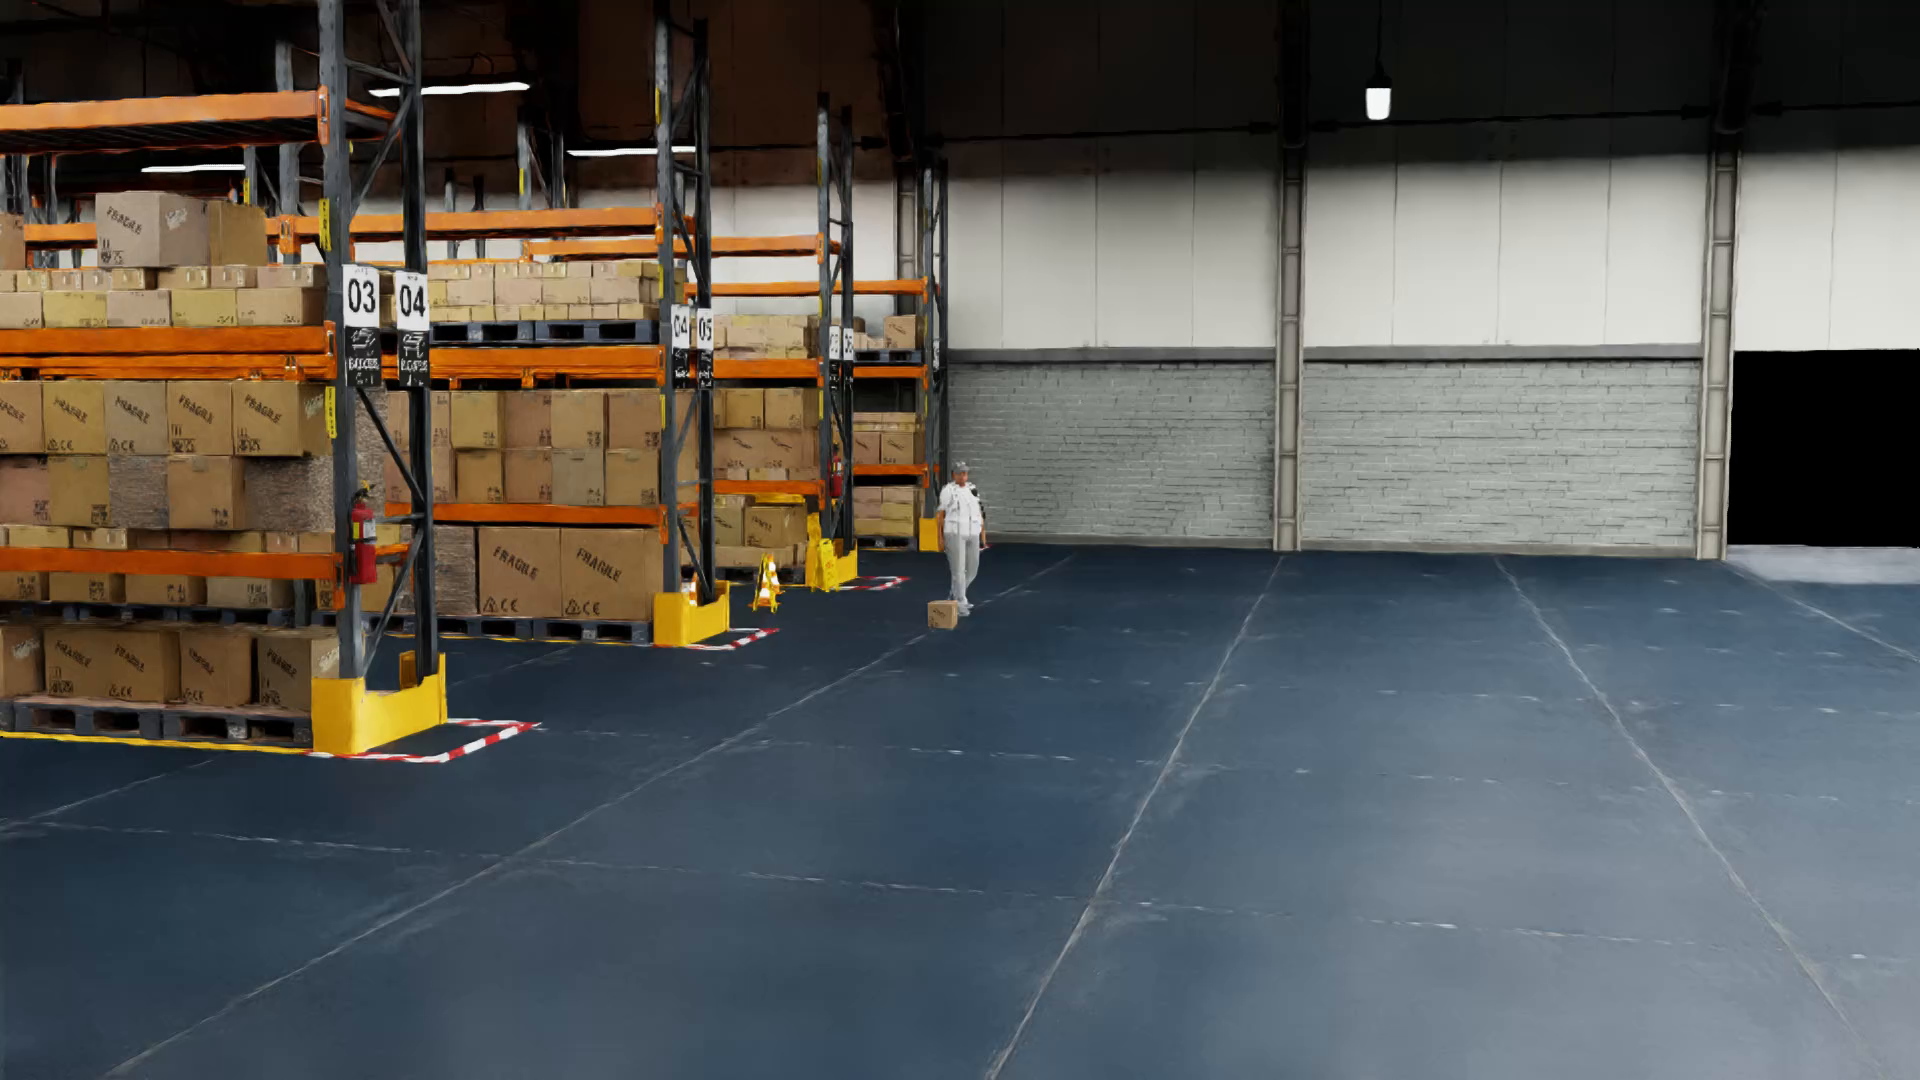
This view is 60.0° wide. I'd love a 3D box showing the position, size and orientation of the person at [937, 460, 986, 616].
[{"bbox_3d":[0.000,-0.041,18.012,0.532,1.660,0.627,-3,6,-33],"label":"person"}]
